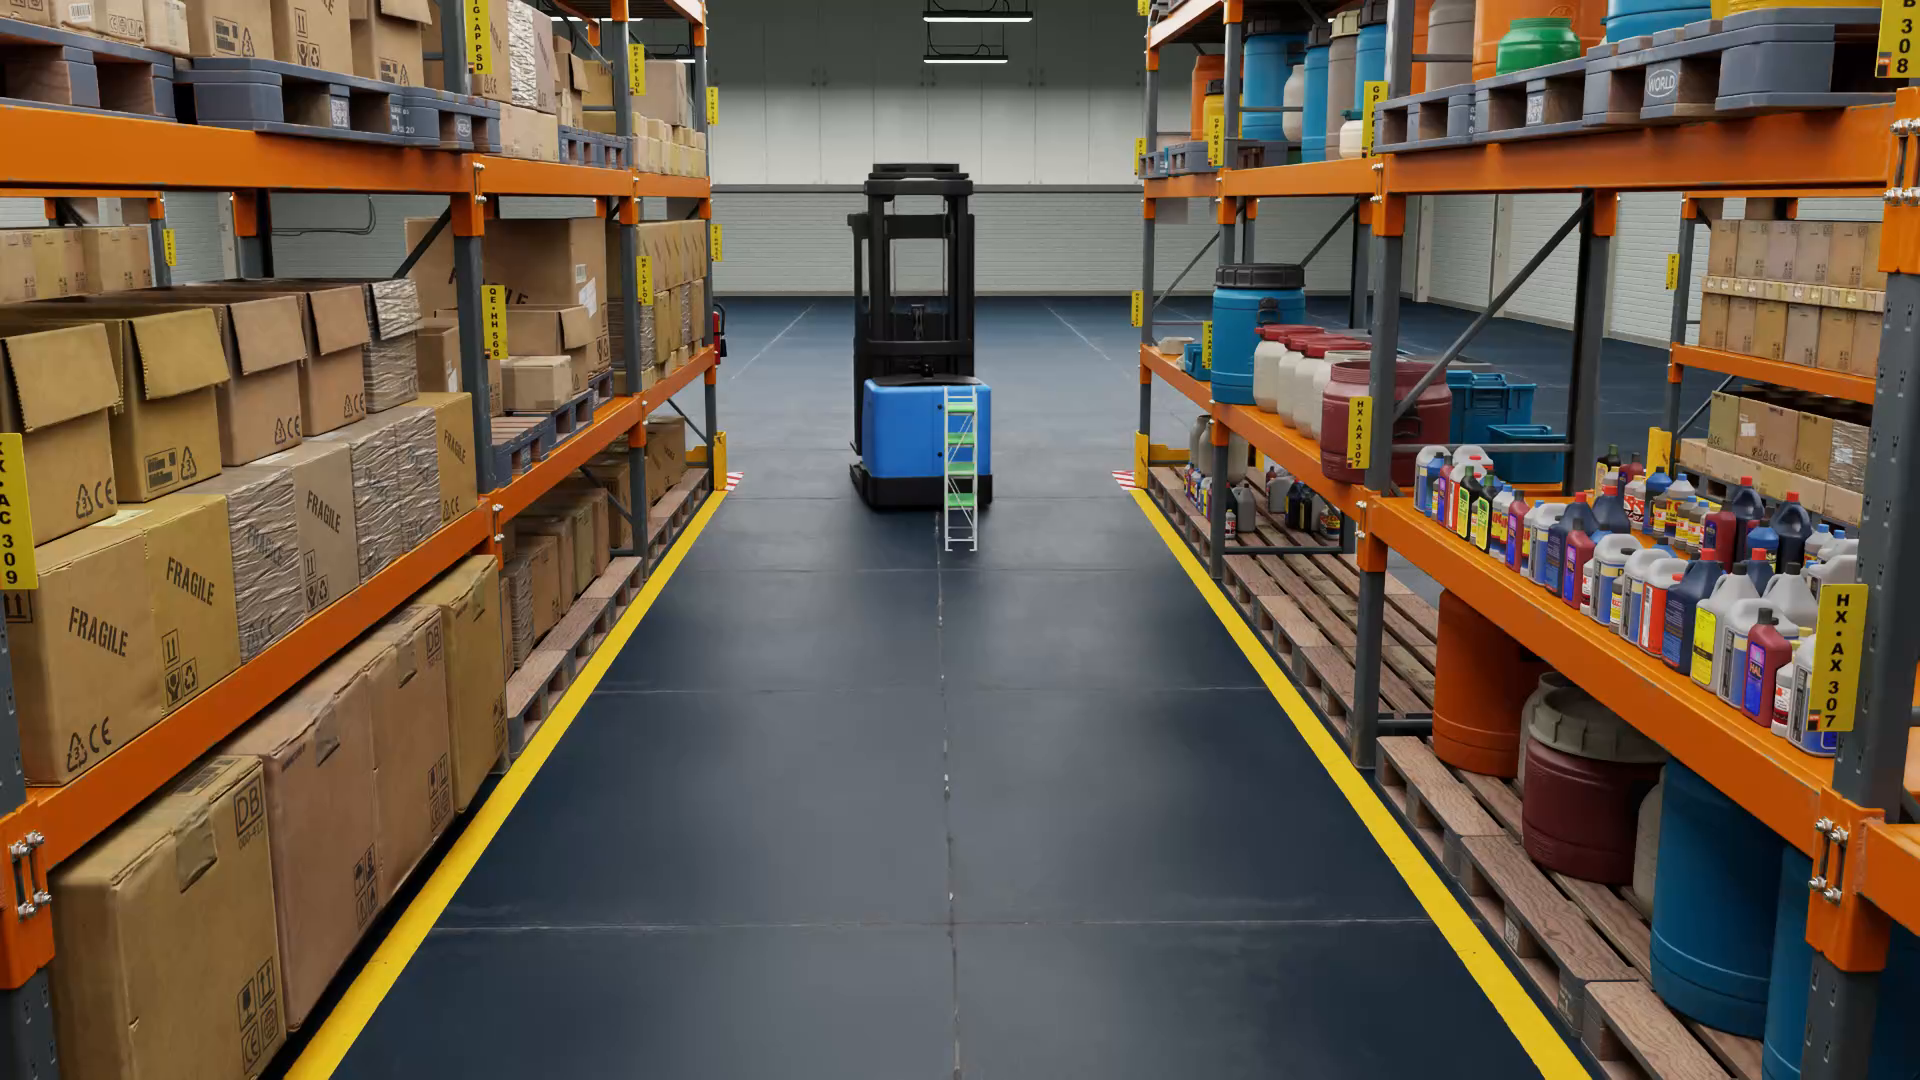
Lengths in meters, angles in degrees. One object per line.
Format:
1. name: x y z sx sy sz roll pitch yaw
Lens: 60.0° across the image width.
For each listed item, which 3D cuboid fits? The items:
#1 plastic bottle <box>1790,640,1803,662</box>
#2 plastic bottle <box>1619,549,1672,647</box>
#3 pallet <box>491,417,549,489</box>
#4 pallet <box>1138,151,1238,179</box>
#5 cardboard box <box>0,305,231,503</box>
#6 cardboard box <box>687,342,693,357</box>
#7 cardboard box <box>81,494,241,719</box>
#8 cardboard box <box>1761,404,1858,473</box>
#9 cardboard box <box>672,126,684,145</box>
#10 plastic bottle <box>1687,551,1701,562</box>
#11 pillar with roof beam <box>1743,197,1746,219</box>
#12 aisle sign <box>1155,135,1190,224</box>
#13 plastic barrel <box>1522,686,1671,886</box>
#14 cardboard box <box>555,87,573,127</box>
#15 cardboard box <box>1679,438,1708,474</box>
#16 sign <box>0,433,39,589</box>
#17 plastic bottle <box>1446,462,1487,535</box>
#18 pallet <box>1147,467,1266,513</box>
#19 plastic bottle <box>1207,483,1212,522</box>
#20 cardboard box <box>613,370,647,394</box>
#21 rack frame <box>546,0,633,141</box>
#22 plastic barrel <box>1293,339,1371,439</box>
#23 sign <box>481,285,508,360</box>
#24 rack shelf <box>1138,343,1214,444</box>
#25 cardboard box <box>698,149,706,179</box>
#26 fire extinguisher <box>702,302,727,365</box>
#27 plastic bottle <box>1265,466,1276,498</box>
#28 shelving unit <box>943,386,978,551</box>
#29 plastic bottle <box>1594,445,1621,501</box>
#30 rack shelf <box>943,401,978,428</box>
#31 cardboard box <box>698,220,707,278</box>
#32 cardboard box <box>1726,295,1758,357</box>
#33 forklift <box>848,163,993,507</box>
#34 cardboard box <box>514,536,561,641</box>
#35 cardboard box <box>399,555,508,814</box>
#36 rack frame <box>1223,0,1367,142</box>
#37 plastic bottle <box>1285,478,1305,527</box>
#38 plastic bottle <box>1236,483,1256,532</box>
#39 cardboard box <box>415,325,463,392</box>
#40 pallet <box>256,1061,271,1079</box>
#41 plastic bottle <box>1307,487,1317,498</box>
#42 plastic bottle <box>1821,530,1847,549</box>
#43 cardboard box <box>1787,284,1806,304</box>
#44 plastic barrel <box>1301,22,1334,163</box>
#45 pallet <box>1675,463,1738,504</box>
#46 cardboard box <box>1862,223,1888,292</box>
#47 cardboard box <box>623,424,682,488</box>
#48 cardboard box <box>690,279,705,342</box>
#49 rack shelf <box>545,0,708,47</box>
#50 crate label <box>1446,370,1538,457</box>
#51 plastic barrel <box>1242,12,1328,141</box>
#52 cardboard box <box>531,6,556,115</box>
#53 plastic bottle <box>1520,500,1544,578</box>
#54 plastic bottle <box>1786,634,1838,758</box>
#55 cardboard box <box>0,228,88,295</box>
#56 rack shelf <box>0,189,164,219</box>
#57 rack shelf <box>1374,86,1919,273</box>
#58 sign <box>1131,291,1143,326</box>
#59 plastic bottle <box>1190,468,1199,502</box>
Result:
1. plastic bottle: 2.128 0.358 4.248 0.097 0.201 0.097 0 11 0
2. plastic bottle: 2.079 0.172 4.979 0.152 0.276 0.135 0 11 -1
3. pallet: -2.724 -0.434 8.138 1.213 0.211 1.003 0 11 -1
4. pallet: 2.103 -3.210 14.269 1.003 0.211 1.213 0 11 -1
5. cardboard box: -2.545 -0.396 4.692 0.797 0.503 0.637 0 11 -1
6. cardboard box: -2.505 -1.649 14.277 0.380 0.149 0.250 0 11 -1
7. cardboard box: -2.291 0.167 4.442 0.500 0.500 0.500 0 11 -1
8. cardboard box: 6.953 -0.837 13.615 0.500 0.500 0.500 0 11 -1
9. cardboard box: -2.431 -3.257 13.397 0.380 0.149 0.250 -1 11 -4
10. plastic bottle: 2.204 0.170 5.001 0.097 0.271 0.097 0 11 0
11. pillar with roof beam: 8.416 -7.211 25.968 9.100 9.000 0.400 0 11 -1
12. aisle sign: 1.889 -3.285 15.168 0.394 0.787 0.004 0 11 -1
13. plastic barrel: 2.399 0.890 6.135 0.600 0.588 0.708 0 11 -1
14. cardboard box: -2.566 -2.606 10.096 0.396 0.266 0.258 0 11 1
15. cardboard box: 6.925 -0.768 15.160 0.500 0.250 0.500 0 11 -1
16. sign: -1.966 -0.058 3.422 0.100 0.325 0.005 0 11 -1
17. plastic bottle: 2.044 -0.167 6.651 0.152 0.276 0.135 0 11 -1
18. pallet: 2.243 -0.455 14.769 1.003 0.211 1.213 0 11 -1
19. plastic bottle: 1.916 -0.284 12.641 0.061 0.283 0.133 1 11 3
20. cardboard box: -2.390 -1.103 11.584 0.380 0.149 0.250 0 11 -1
21. rack frame: -2.686 -4.122 10.745 1.000 3.000 0.127 0 11 -1
22. plastic barrel: 2.091 -0.846 9.344 0.433 0.535 0.433 0 11 0
23. sign: -2.048 -0.957 7.322 0.100 0.325 0.005 0 11 -1
24. rack shelf: 2.225 -1.248 13.473 1.077 0.370 4.000 0 11 -1
25. cardboard box: -2.504 -3.279 14.511 0.500 0.250 0.500 0 11 0
26. fire extinguisher: -2.310 -1.964 15.390 0.296 0.674 0.183 0 11 -1
27. plastic bottle: 2.531 -0.468 13.547 0.061 0.283 0.133 0 11 -1
28. shelving unit: 0.003 -0.555 12.778 0.258 1.200 0.503 0 11 -1
29. plastic bottle: 2.784 -0.272 7.147 0.061 0.283 0.133 0 11 -1
30. rack shelf: 0.003 -0.963 12.695 0.258 0.148 0.480 0 11 -1
31. cardboard box: -2.510 -2.554 14.588 0.500 0.500 0.500 0 11 -1
32. cardboard box: 7.148 -1.869 14.476 0.700 0.500 0.500 0 11 0
33. forklift: -0.450 -1.967 15.383 1.130 2.935 3.031 -2 12 -8
34. cardboard box: -2.680 0.266 9.382 0.700 0.500 0.500 1 11 4
35. cardboard box: -2.610 0.586 6.915 1.225 0.875 0.875 -1 11 -4
36. rack frame: 2.266 -4.143 10.846 1.000 3.000 0.127 0 11 -1
37. plastic bottle: 2.520 -0.281 12.458 0.144 0.351 0.185 0 11 -1
38. plastic bottle: 2.109 -0.247 12.290 0.144 0.351 0.185 0 11 -1
39. cardboard box: -2.654 -0.749 7.899 0.500 0.500 0.500 -2 12 -8
40. pallet: -2.612 1.622 4.535 1.003 0.211 1.213 0 11 -1
41. plastic bottle: 2.664 -0.282 12.461 0.144 0.351 0.185 0 11 0
42. plastic bottle: 2.804 0.104 5.326 0.097 0.271 0.097 0 11 0
43. cardboard box: 6.960 -2.000 13.489 0.380 0.149 0.250 0 11 -1
44. plastic barrel: 2.494 -2.818 10.600 0.600 0.901 0.708 0 11 -1
45. pallet: 7.194 -0.499 14.987 1.003 0.211 1.213 0 11 -1
46. cardboard box: 7.191 -2.096 12.330 0.700 0.500 0.500 0 11 -1
47. cardboard box: -2.726 -0.715 14.271 0.500 0.500 0.500 3 12 14
48. cardboard box: -2.654 -1.964 14.195 0.875 0.500 0.500 0 11 -1
49. rack shelf: -2.727 -4.166 12.777 1.077 0.370 4.000 0 11 -1
50. crate label: 2.599 -0.623 8.498 0.502 0.435 0.616 0 11 -1
51. plastic barrel: 2.353 -3.322 12.030 0.600 0.901 0.708 0 11 -1
52. cardboard box: -2.380 -2.446 8.520 0.500 0.500 0.500 -1 11 -3
53. plastic bottle: 2.033 -0.004 5.859 0.097 0.271 0.097 0 11 0
54. plastic bottle: 2.100 0.372 3.996 0.152 0.276 0.135 0 11 -1
55. cardboard box: -7.781 -2.285 13.685 0.875 0.550 0.550 0 11 -1
56. rack shelf: -7.688 -2.697 13.073 1.077 0.370 4.000 0 11 -1
57. rack shelf: 2.390 -1.127 5.337 1.077 0.370 4.000 0 11 -1
58. sign: 1.633 -2.132 15.327 0.100 0.325 0.005 0 11 -1
59. plastic bottle: 1.916 -0.446 13.470 0.097 0.271 0.097 0 11 0
